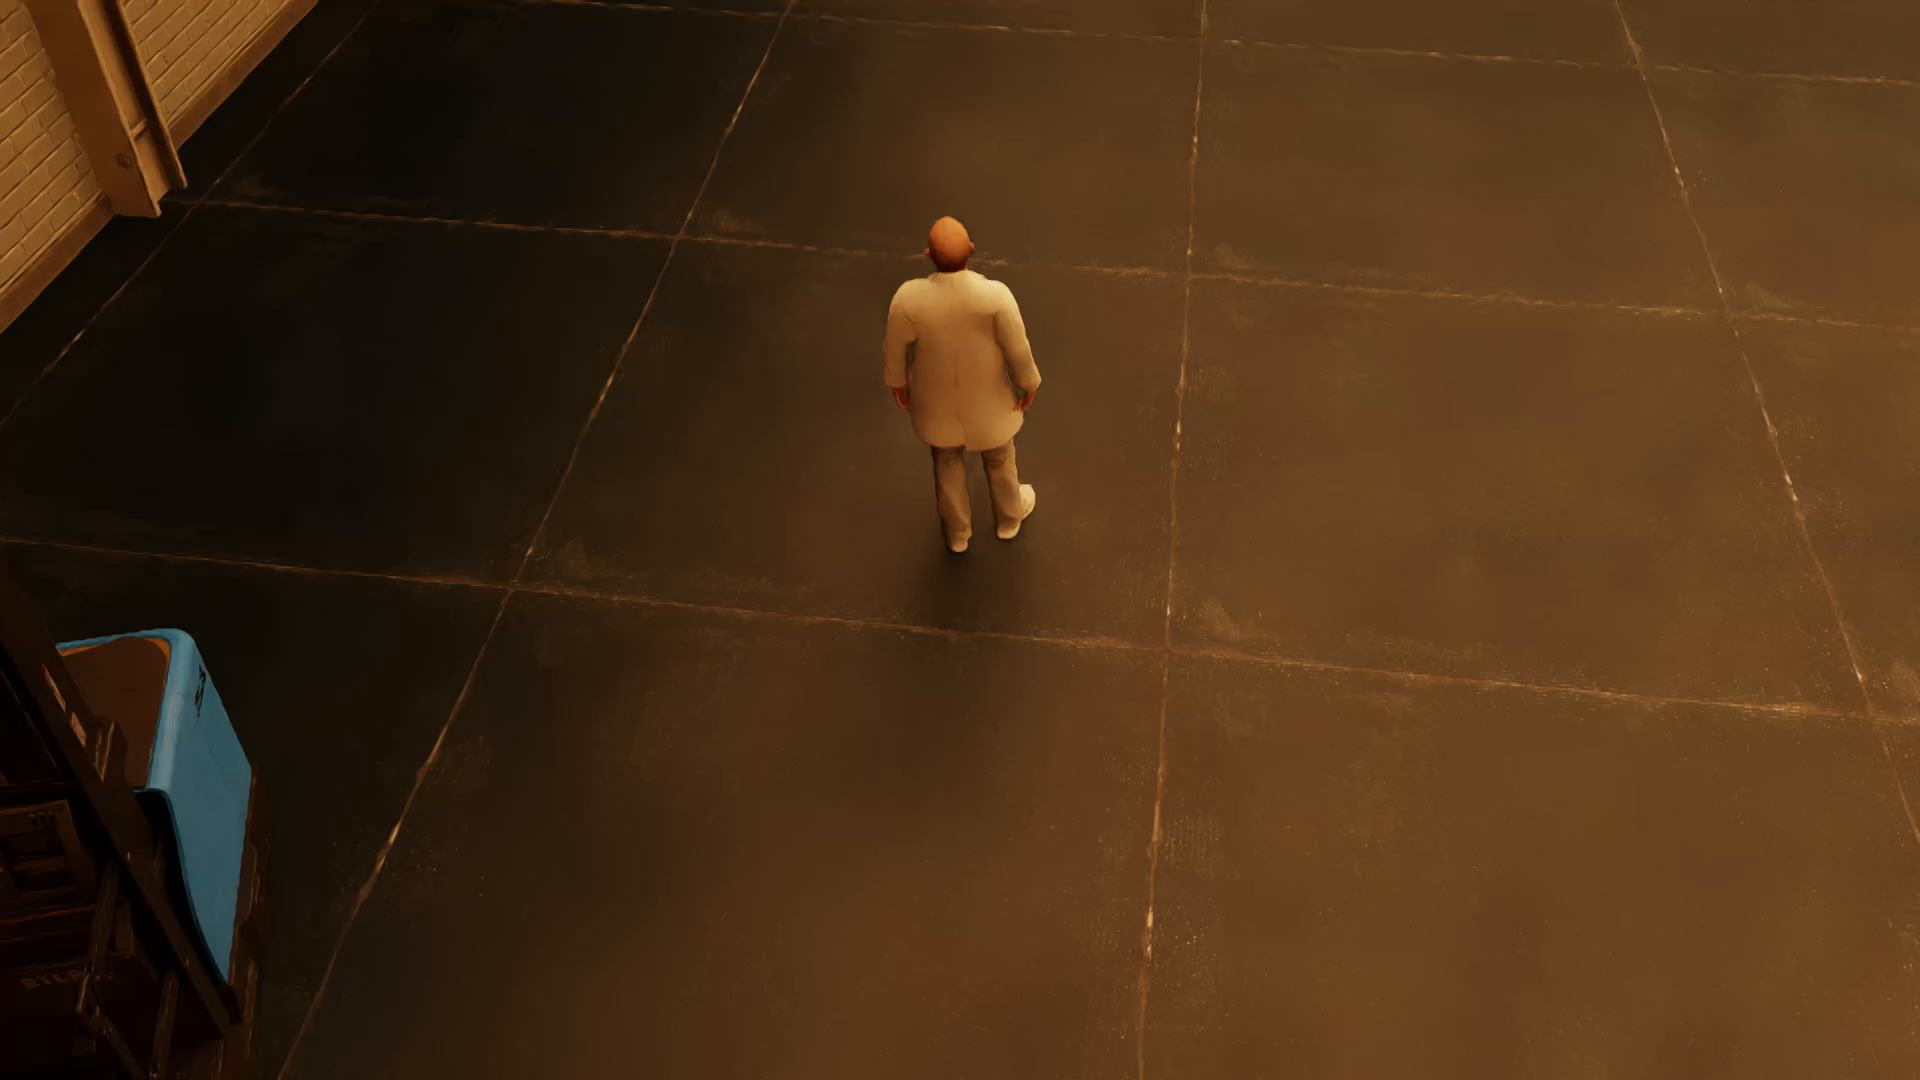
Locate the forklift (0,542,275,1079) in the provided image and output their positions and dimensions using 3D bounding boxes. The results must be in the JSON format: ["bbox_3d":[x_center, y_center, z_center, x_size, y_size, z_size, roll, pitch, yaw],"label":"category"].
[{"bbox_3d":[-2.942,1.058,4.572,1.130,2.935,3.031,-8,43,-9],"label":"forklift"}]

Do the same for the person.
[{"bbox_3d":[0.017,-0.720,7.351,0.694,1.776,0.579,5,43,6],"label":"person"}]
